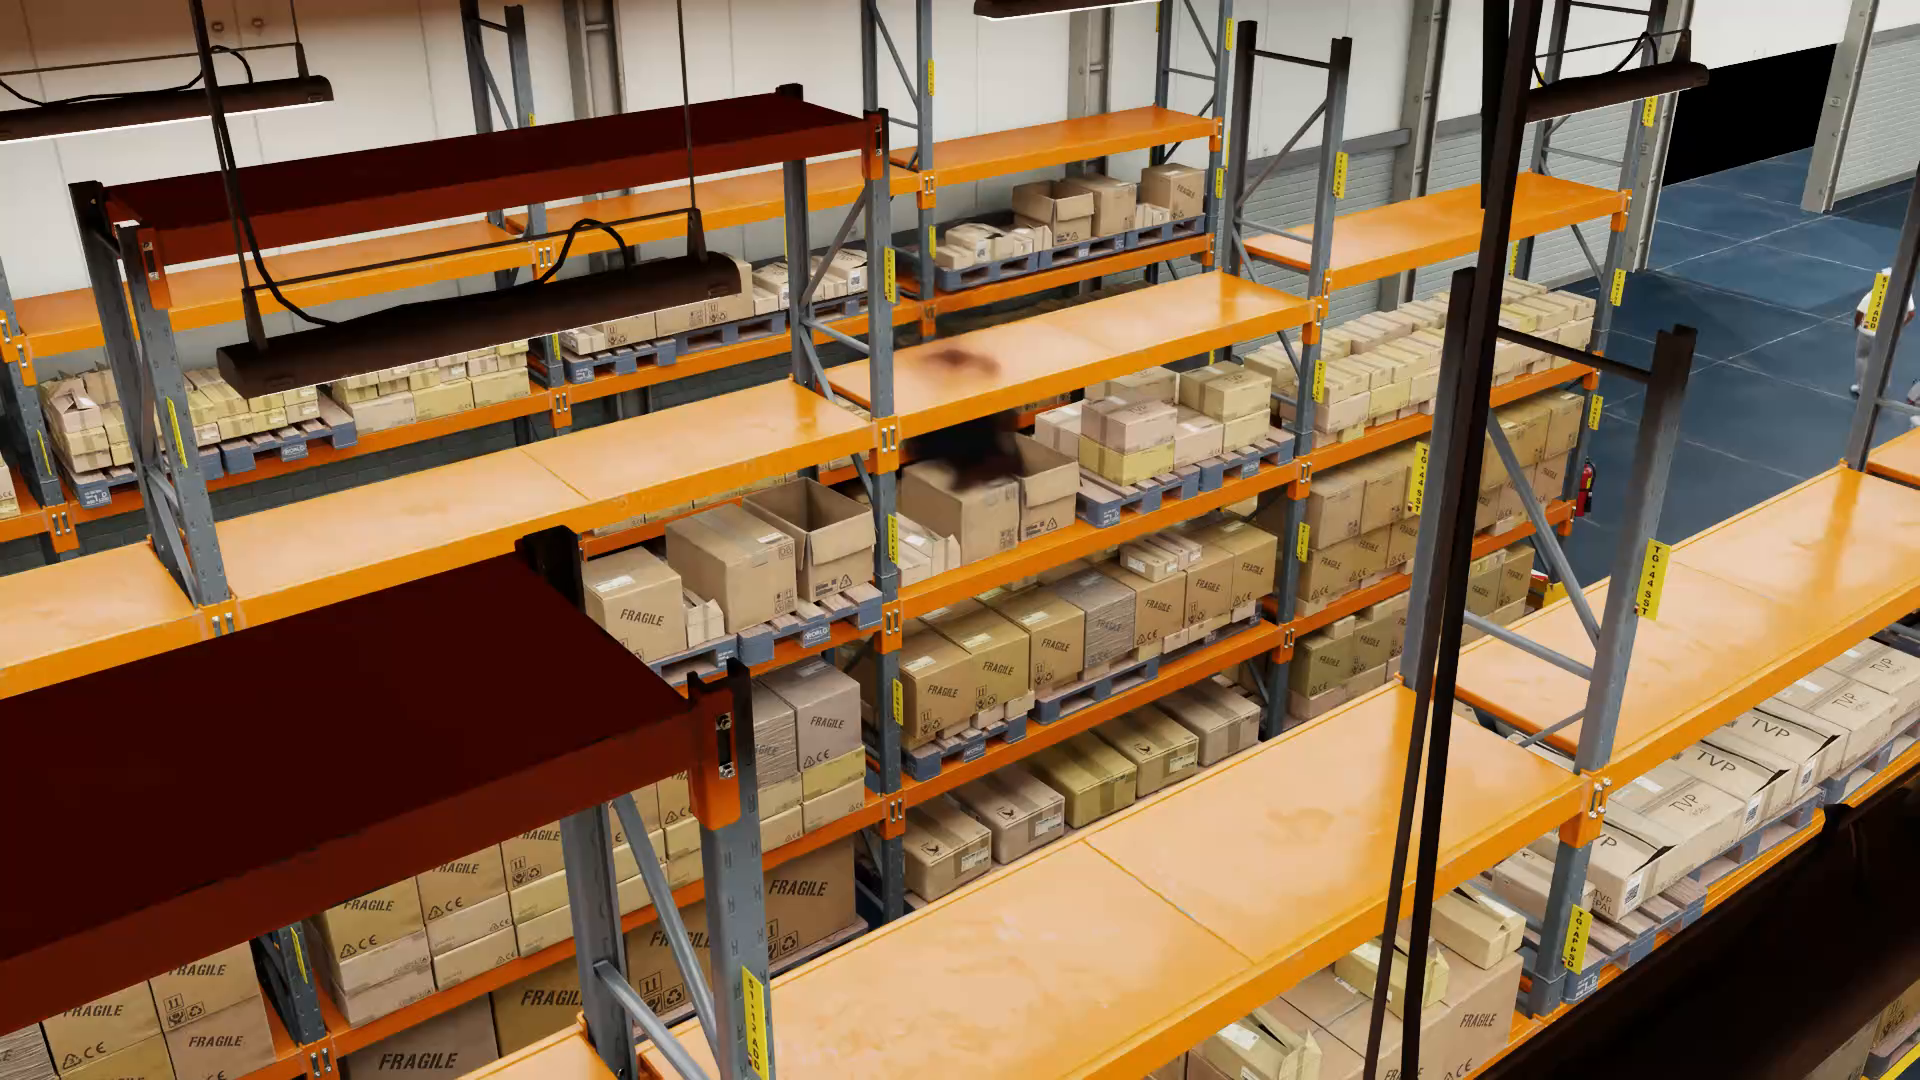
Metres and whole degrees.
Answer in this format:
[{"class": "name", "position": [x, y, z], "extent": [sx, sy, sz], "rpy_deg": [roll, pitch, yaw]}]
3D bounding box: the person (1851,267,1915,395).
[{"class": "person", "position": [11.981, -2.715, 21.700], "extent": [0.693, 1.726, 0.546], "rpy_deg": [3, 26, 7]}]

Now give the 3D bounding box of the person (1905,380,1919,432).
[{"class": "person", "position": [10.983, -1.349, 18.854], "extent": [0.670, 1.737, 0.624], "rpy_deg": [1, 26, 3]}]
